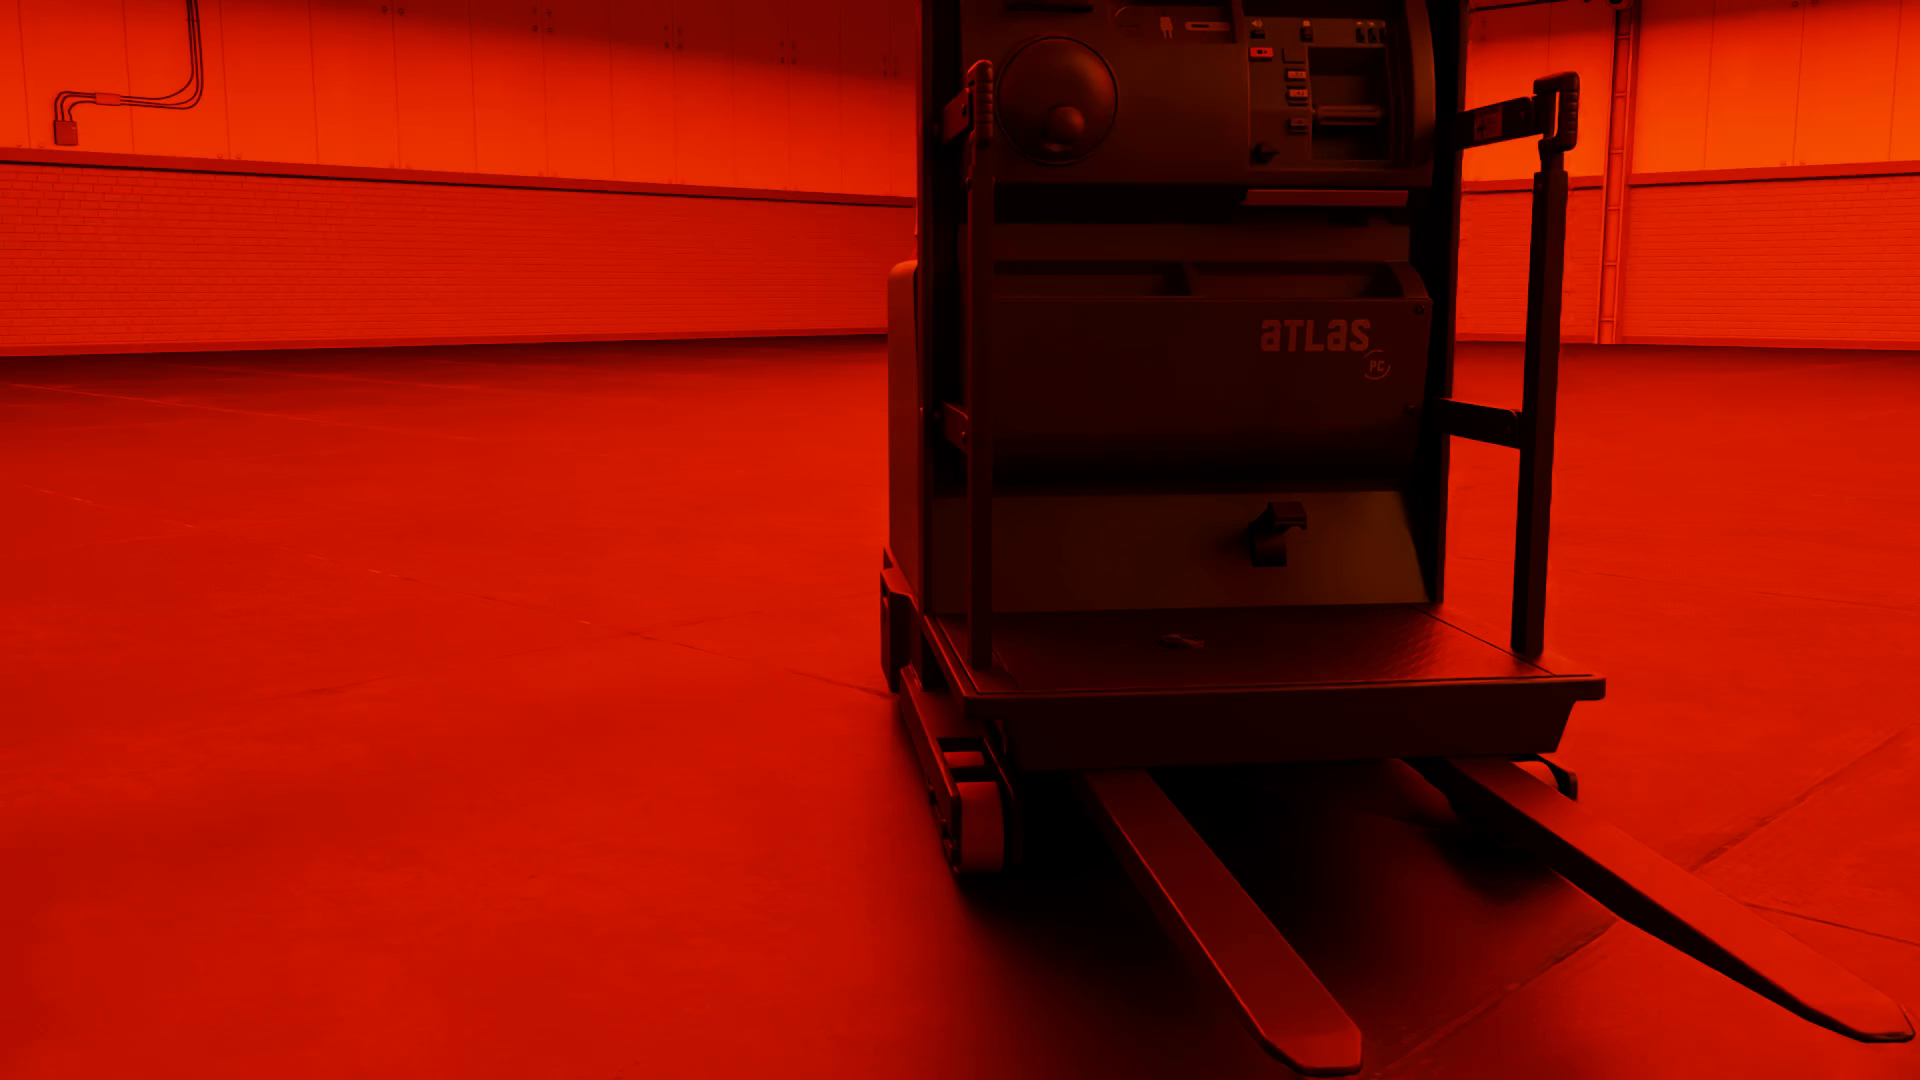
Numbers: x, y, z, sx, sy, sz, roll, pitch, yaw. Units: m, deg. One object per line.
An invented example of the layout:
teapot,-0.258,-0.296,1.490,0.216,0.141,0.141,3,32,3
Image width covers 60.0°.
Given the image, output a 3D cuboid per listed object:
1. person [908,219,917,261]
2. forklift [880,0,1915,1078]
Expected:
person,-0.045,-0.897,6.639,0.577,1.782,0.656,8,12,43
forklift,0.490,-0.924,3.011,1.130,2.935,3.031,-1,9,-7
